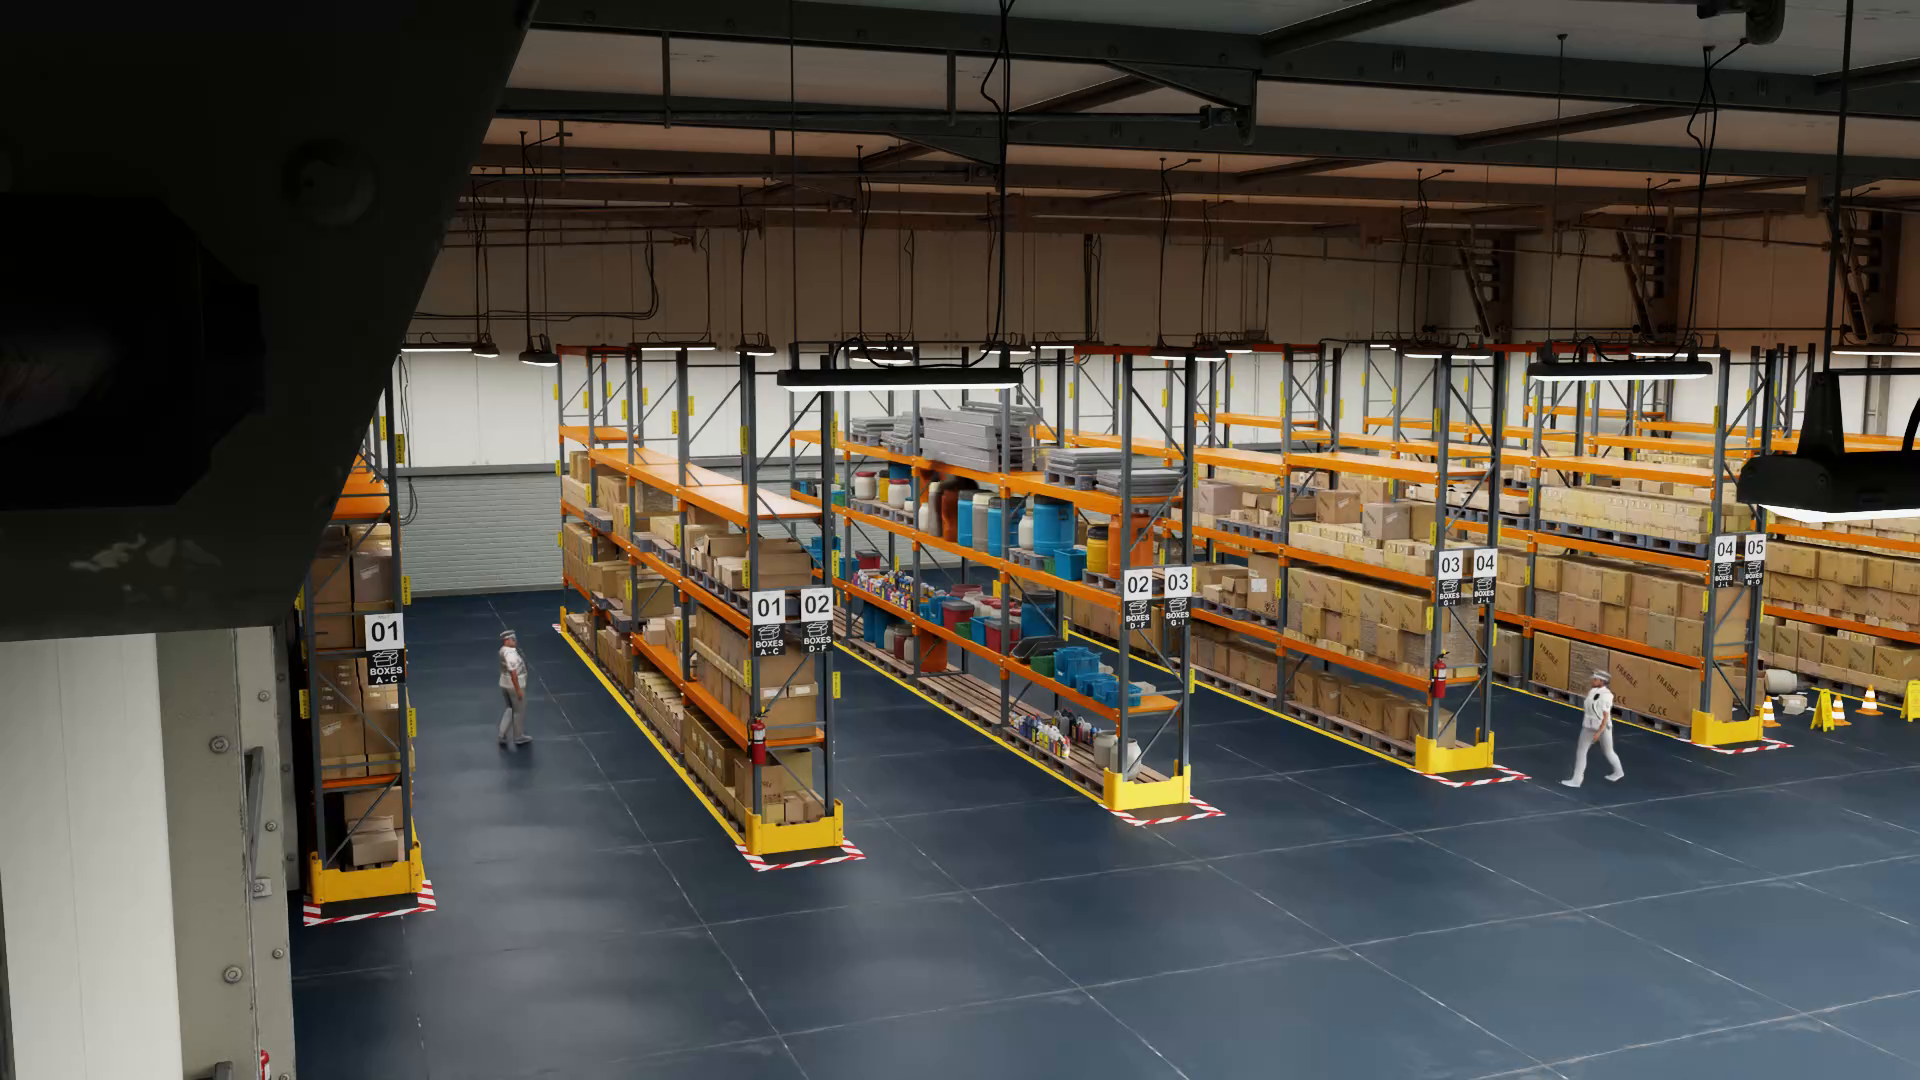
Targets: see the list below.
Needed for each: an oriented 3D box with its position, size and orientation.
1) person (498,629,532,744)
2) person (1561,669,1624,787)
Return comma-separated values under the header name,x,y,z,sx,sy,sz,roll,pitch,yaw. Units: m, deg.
name,x,y,z,sx,sy,sz,roll,pitch,yaw
person,-6.815,2.229,25.408,0.552,1.765,0.515,6,10,41
person,8.806,2.593,23.011,1.002,1.643,0.443,-6,9,-38
